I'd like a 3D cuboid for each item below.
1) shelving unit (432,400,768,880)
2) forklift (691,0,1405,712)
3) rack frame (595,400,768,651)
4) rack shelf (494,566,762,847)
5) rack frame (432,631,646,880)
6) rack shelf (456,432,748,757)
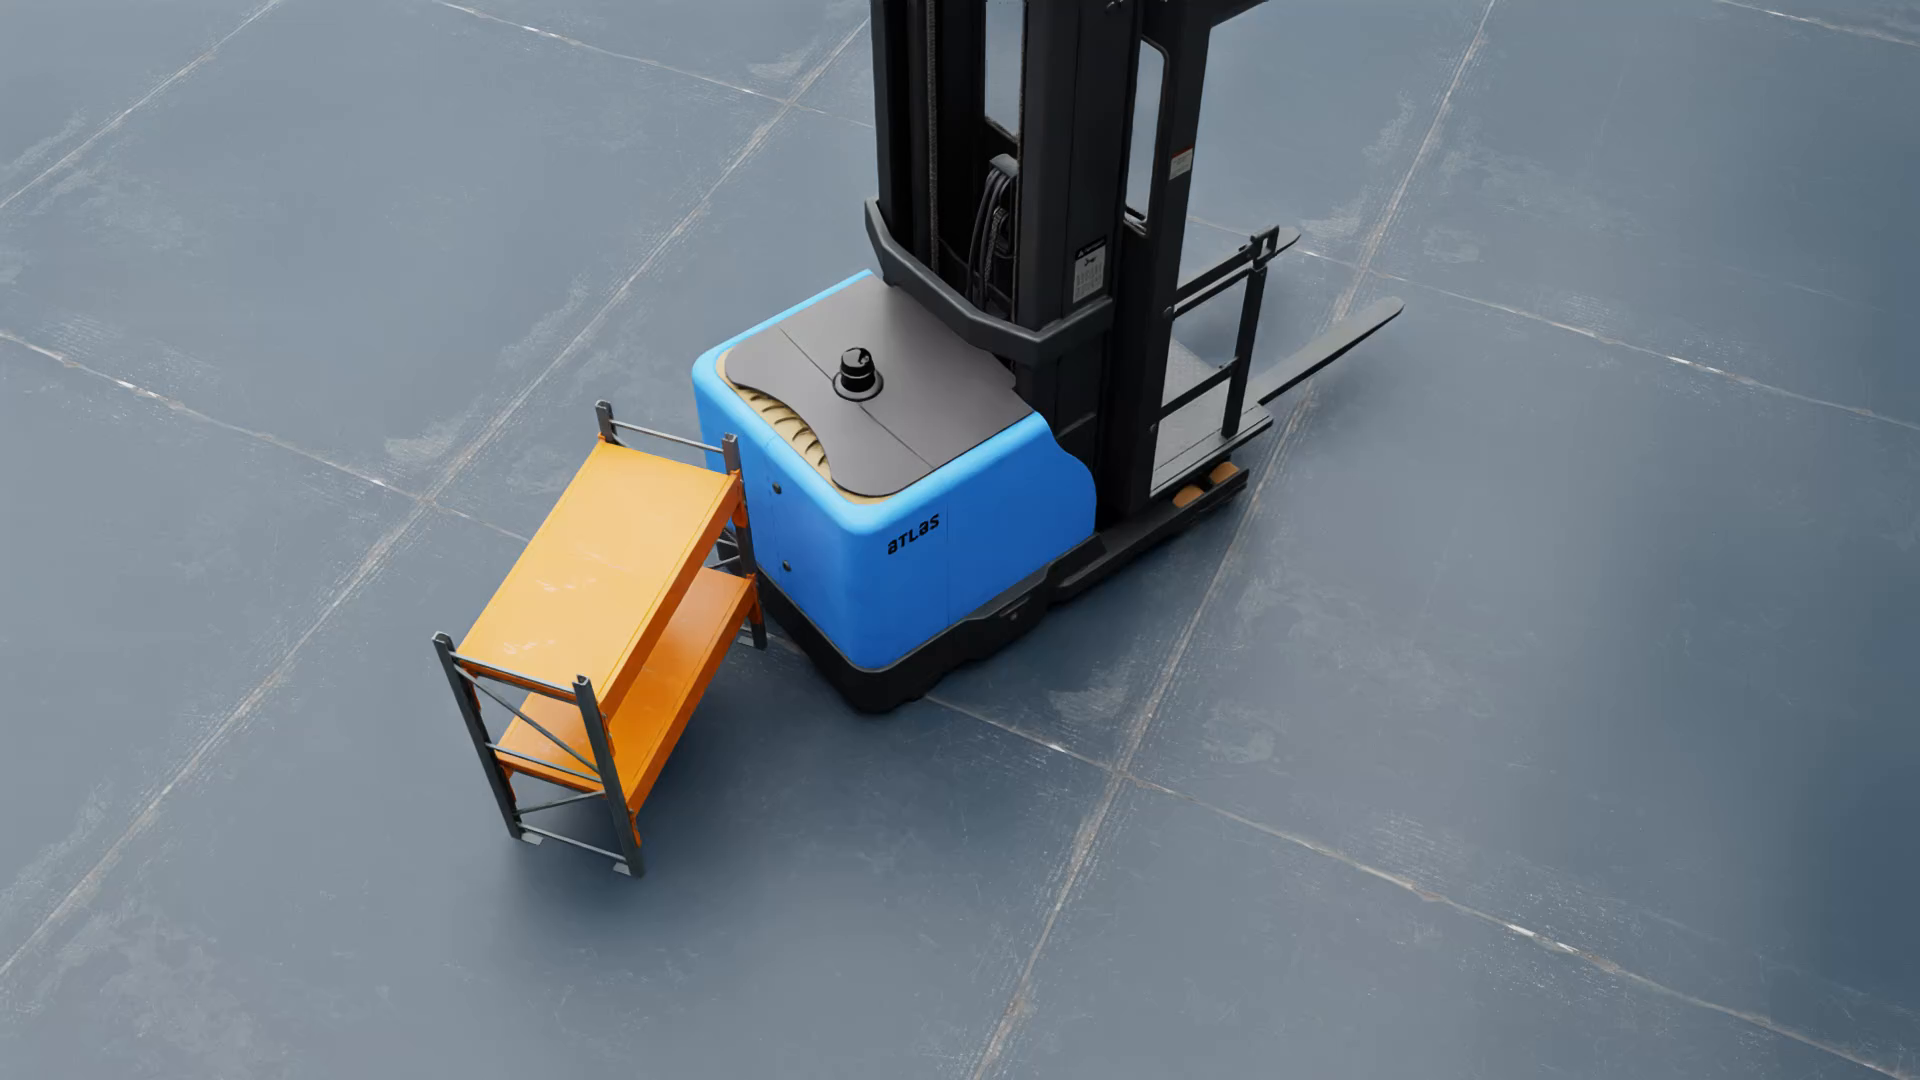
[{"bbox_3d":[-1.130,0.340,5.537,0.538,1.125,1.048,15,51,12],"label":"shelving unit"},{"bbox_3d":[0.527,-1.292,5.740,3.031,2.935,1.130,-32,57,-24],"label":"forklift"},{"bbox_3d":[-0.961,-0.025,5.848,0.500,1.125,0.032,15,51,12],"label":"rack frame"},{"bbox_3d":[-1.130,0.498,5.724,0.538,0.278,1.000,15,51,12],"label":"rack shelf"},{"bbox_3d":[-1.299,0.705,5.227,0.500,1.125,0.032,15,51,12],"label":"rack frame"},{"bbox_3d":[-1.130,0.150,5.314,0.538,0.278,1.000,15,51,12],"label":"rack shelf"}]
